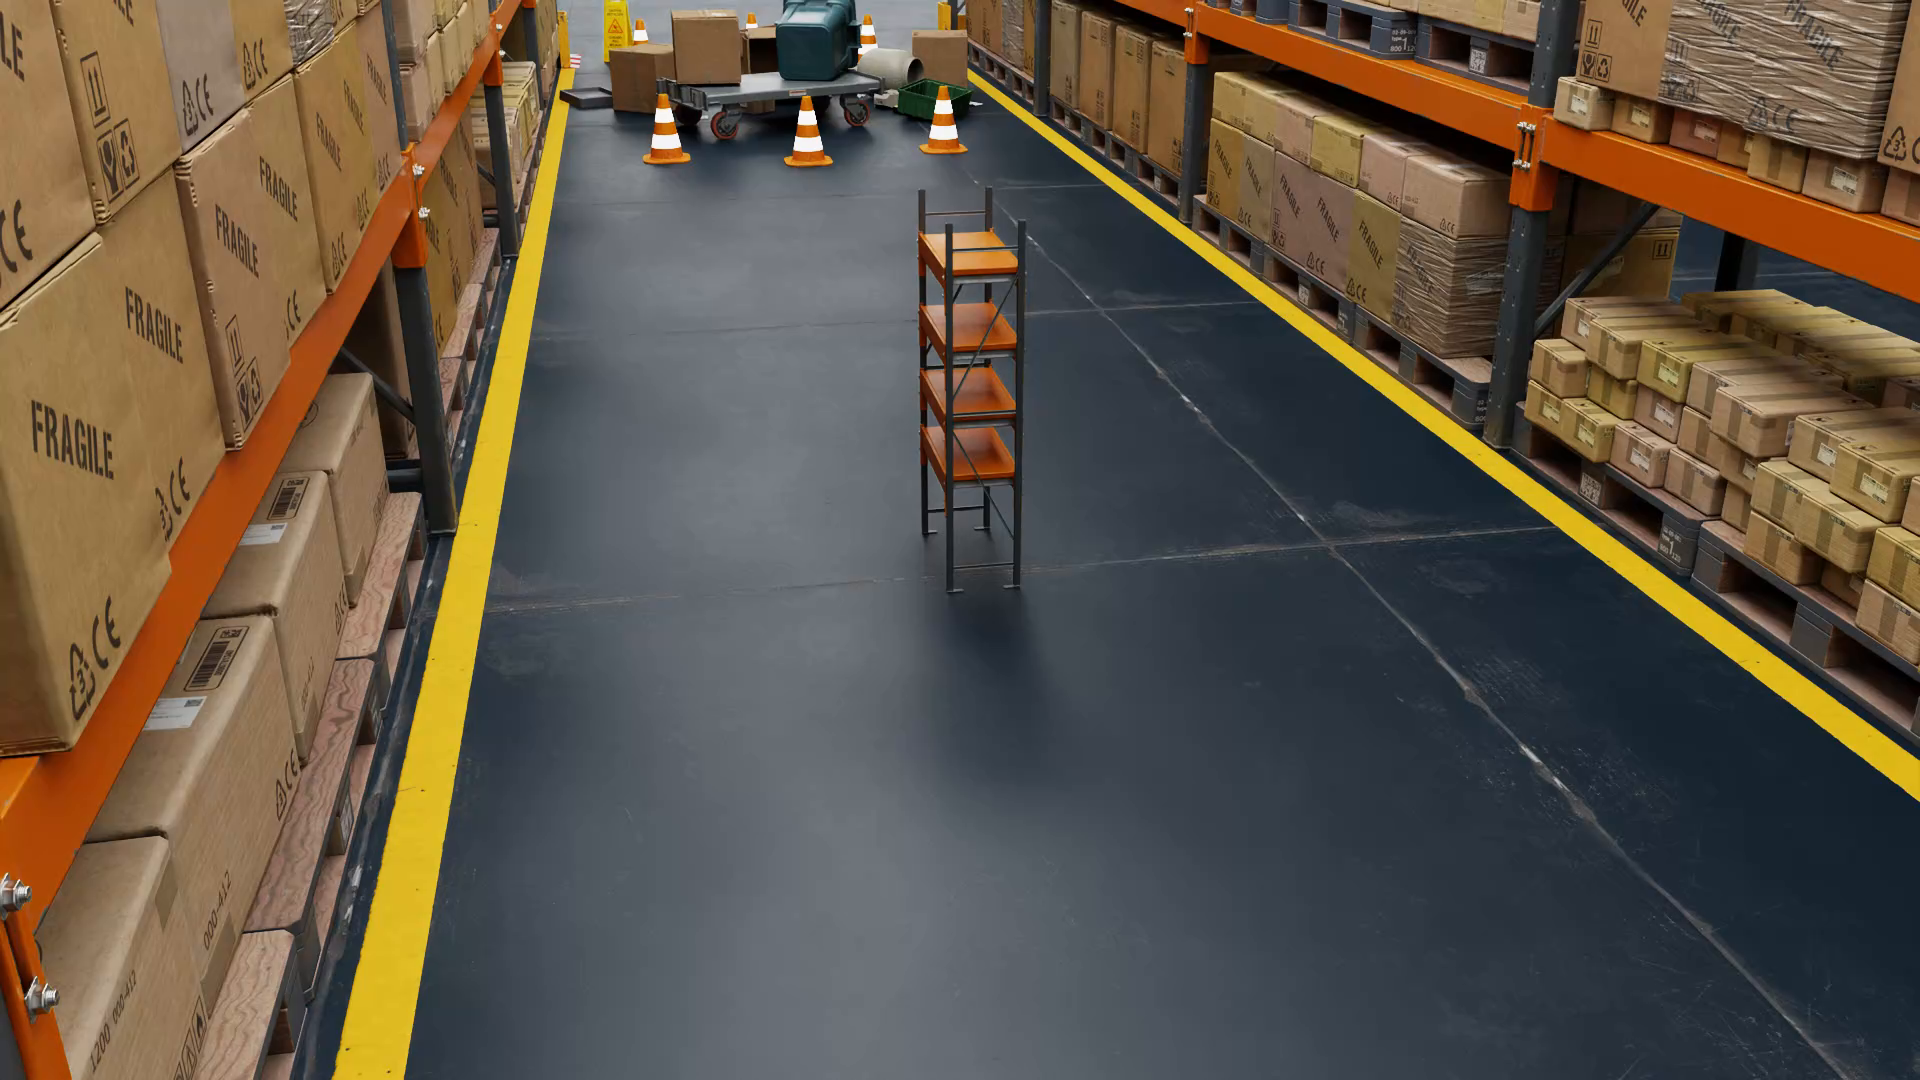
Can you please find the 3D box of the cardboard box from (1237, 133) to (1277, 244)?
[{"bbox_3d":[1.827,-1.909,8.971,0.500,0.500,0.500,-4,24,-9],"label":"cardboard box"}]

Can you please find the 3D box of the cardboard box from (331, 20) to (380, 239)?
[{"bbox_3d":[-1.818,-1.057,4.298,0.500,0.500,0.500,-5,24,-11],"label":"cardboard box"}]

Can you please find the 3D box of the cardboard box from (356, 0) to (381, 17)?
[{"bbox_3d":[-1.897,-1.716,4.557,0.500,0.500,0.500,-5,24,-10],"label":"cardboard box"}]

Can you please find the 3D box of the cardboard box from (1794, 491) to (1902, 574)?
[{"bbox_3d":[2.638,-0.034,4.745,0.380,0.149,0.250,-4,24,-9],"label":"cardboard box"}]

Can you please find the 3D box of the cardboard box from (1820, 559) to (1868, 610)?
[{"bbox_3d":[2.745,0.103,4.804,0.380,0.149,0.250,-4,24,-8],"label":"cardboard box"}]

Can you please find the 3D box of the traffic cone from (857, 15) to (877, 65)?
[{"bbox_3d":[-0.926,-5.026,16.681,0.336,0.463,0.334,-4,24,-10],"label":"traffic cone"}]

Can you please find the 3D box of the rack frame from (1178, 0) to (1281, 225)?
[{"bbox_3d":[1.851,-3.356,9.687,1.000,3.000,0.127,-4,24,-10],"label":"rack frame"}]

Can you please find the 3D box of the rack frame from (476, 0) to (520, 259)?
[{"bbox_3d":[-2.995,-2.950,8.757,1.000,3.000,0.127,-4,24,-10],"label":"rack frame"}]

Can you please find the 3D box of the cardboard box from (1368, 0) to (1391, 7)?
[{"bbox_3d":[2.078,-2.514,7.548,0.380,0.149,0.250,-3,24,-7],"label":"cardboard box"}]

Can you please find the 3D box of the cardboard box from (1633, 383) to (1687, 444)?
[{"bbox_3d":[2.558,-0.453,5.705,0.380,0.149,0.250,-4,24,-10],"label":"cardboard box"}]

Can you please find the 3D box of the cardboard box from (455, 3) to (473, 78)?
[{"bbox_3d":[-2.337,-2.104,7.008,0.500,0.250,0.500,-5,24,-11],"label":"cardboard box"}]

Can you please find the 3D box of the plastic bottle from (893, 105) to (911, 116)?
[{"bbox_3d":[-0.423,-3.580,13.871,0.133,0.061,0.283,-19,30,-37],"label":"plastic bottle"}]

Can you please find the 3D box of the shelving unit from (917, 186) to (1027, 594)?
[{"bbox_3d":[0.031,-0.485,5.361,0.258,1.200,0.503,-4,24,-10],"label":"shelving unit"}]

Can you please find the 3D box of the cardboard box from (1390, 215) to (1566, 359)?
[{"bbox_3d":[2.206,-1.102,7.125,0.500,0.500,0.500,-5,24,-11],"label":"cardboard box"}]

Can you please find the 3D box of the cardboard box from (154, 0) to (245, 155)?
[{"bbox_3d":[-1.530,-0.922,2.739,0.500,0.500,0.500,-4,24,-10],"label":"cardboard box"}]

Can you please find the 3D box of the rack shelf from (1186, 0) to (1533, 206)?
[{"bbox_3d":[2.220,-2.240,8.030,1.077,0.370,4.000,-4,24,-10],"label":"rack shelf"}]

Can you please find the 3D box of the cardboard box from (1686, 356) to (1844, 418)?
[{"bbox_3d":[2.609,-0.481,5.398,0.380,0.149,0.250,-5,24,-11],"label":"cardboard box"}]

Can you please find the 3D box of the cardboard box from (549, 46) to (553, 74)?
[{"bbox_3d":[-3.789,-4.126,14.359,0.500,0.250,0.500,-5,24,-10],"label":"cardboard box"}]

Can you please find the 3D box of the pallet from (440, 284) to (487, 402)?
[{"bbox_3d":[-2.701,-0.878,7.496,1.003,0.211,1.213,-4,24,-10],"label":"pallet"}]

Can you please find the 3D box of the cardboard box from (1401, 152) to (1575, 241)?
[{"bbox_3d":[2.204,-1.448,6.979,0.500,0.250,0.500,-5,24,-11],"label":"cardboard box"}]

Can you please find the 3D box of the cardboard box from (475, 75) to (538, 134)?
[{"bbox_3d":[-3.499,-3.023,11.683,0.950,0.372,0.625,-3,24,-6],"label":"cardboard box"}]

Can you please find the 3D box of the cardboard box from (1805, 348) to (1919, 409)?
[{"bbox_3d":[3.022,-0.518,5.483,0.380,0.149,0.250,-4,24,-8],"label":"cardboard box"}]

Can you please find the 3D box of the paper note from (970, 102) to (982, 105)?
[{"bbox_3d":[0.097,-3.767,14.336,0.142,0.020,0.147,18,29,36],"label":"paper note"}]

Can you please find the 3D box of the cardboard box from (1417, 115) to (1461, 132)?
[{"bbox_3d":[2.522,-1.894,8.000,0.500,0.250,0.500,-3,24,-8],"label":"cardboard box"}]

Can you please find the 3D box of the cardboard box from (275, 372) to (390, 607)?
[{"bbox_3d":[-2.245,-0.140,5.000,0.875,0.438,0.875,-5,24,-11],"label":"cardboard box"}]

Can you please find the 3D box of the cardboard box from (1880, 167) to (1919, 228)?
[{"bbox_3d":[2.708,-0.916,4.413,0.380,0.149,0.250,-3,24,-8],"label":"cardboard box"}]

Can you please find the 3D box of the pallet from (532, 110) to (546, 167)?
[{"bbox_3d":[-3.590,-2.940,12.217,1.003,0.211,1.213,-4,24,-10],"label":"pallet"}]

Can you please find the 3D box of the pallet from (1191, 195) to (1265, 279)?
[{"bbox_3d":[1.994,-1.771,9.541,1.003,0.211,1.213,-4,24,-10],"label":"pallet"}]

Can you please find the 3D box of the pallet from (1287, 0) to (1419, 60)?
[{"bbox_3d":[2.257,-2.493,7.950,1.003,0.211,1.213,-4,24,-10],"label":"pallet"}]

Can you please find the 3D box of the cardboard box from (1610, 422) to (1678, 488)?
[{"bbox_3d":[2.488,-0.303,5.734,0.380,0.149,0.250,-4,24,-10],"label":"cardboard box"}]

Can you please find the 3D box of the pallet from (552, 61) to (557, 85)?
[{"bbox_3d":[-4.345,-4.467,15.714,1.003,0.211,1.213,-4,24,-10],"label":"pallet"}]

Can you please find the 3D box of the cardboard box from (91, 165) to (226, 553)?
[{"bbox_3d":[-1.444,-0.256,2.464,0.500,0.500,0.500,-5,24,-11],"label":"cardboard box"}]

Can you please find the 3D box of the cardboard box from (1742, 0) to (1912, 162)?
[{"bbox_3d":[2.591,-1.357,4.612,0.500,0.500,0.500,-5,24,-11],"label":"cardboard box"}]

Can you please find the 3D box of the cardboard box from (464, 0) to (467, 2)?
[{"bbox_3d":[-2.443,-2.538,7.375,0.500,0.250,0.500,-5,24,-11],"label":"cardboard box"}]

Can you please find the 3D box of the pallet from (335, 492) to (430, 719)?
[{"bbox_3d":[-2.192,0.206,5.015,1.003,0.211,1.213,-4,24,-10],"label":"pallet"}]

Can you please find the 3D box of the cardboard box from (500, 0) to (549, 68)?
[{"bbox_3d":[-3.579,-4.052,13.253,0.500,0.500,0.500,-3,24,-7],"label":"cardboard box"}]

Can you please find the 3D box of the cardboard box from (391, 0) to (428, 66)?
[{"bbox_3d":[-2.060,-1.731,5.529,0.500,0.250,0.500,-5,24,-11],"label":"cardboard box"}]

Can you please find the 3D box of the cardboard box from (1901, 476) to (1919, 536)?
[{"bbox_3d":[2.790,-0.073,4.464,0.380,0.149,0.250,-5,24,-12],"label":"cardboard box"}]

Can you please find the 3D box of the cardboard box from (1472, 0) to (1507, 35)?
[{"bbox_3d":[2.273,-2.104,6.609,0.380,0.149,0.250,-4,24,-9],"label":"cardboard box"}]

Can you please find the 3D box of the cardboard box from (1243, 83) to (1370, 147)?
[{"bbox_3d":[1.834,-2.258,8.835,0.500,0.250,0.500,-5,24,-10],"label":"cardboard box"}]

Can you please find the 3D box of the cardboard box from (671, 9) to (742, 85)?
[{"bbox_3d":[-1.991,-3.869,13.037,0.500,0.500,0.500,-4,24,-10],"label":"cardboard box"}]

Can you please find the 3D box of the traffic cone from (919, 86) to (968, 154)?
[{"bbox_3d":[-0.125,-3.128,12.334,0.336,0.463,0.334,-4,24,-10],"label":"traffic cone"}]

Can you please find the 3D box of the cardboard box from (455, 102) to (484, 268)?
[{"bbox_3d":[-2.949,-1.891,8.462,0.875,0.875,0.875,-5,24,-10],"label":"cardboard box"}]

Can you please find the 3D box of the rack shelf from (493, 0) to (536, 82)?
[{"bbox_3d":[-3.365,-3.407,10.702,1.077,0.370,4.000,-4,24,-10],"label":"rack shelf"}]

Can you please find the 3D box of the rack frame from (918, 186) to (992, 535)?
[{"bbox_3d":[-0.015,-0.581,5.581,0.240,1.200,0.015,-4,24,-10],"label":"rack frame"}]

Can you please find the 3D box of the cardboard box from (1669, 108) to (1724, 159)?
[{"bbox_3d":[2.543,-1.335,5.373,0.380,0.149,0.250,-5,24,-12],"label":"cardboard box"}]

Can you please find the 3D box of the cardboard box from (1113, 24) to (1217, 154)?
[{"bbox_3d":[1.661,-3.108,11.404,1.050,0.750,0.750,-4,24,-9],"label":"cardboard box"}]

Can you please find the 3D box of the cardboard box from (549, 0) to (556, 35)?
[{"bbox_3d":[-3.970,-4.872,15.132,0.500,0.500,0.500,-3,24,-8],"label":"cardboard box"}]

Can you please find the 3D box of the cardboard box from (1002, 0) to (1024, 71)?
[{"bbox_3d":[0.893,-4.755,15.020,0.875,0.875,0.875,-4,24,-9],"label":"cardboard box"}]

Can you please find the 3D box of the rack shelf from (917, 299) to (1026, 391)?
[{"bbox_3d":[0.031,-0.628,5.298,0.258,0.148,0.480,-4,24,-10],"label":"rack shelf"}]

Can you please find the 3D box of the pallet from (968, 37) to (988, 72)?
[{"bbox_3d":[0.596,-4.916,16.743,1.003,0.211,1.213,-4,24,-10],"label":"pallet"}]

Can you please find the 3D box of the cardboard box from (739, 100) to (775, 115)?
[{"bbox_3d":[-1.776,-3.750,14.004,0.396,0.266,0.258,18,29,36],"label":"cardboard box"}]
